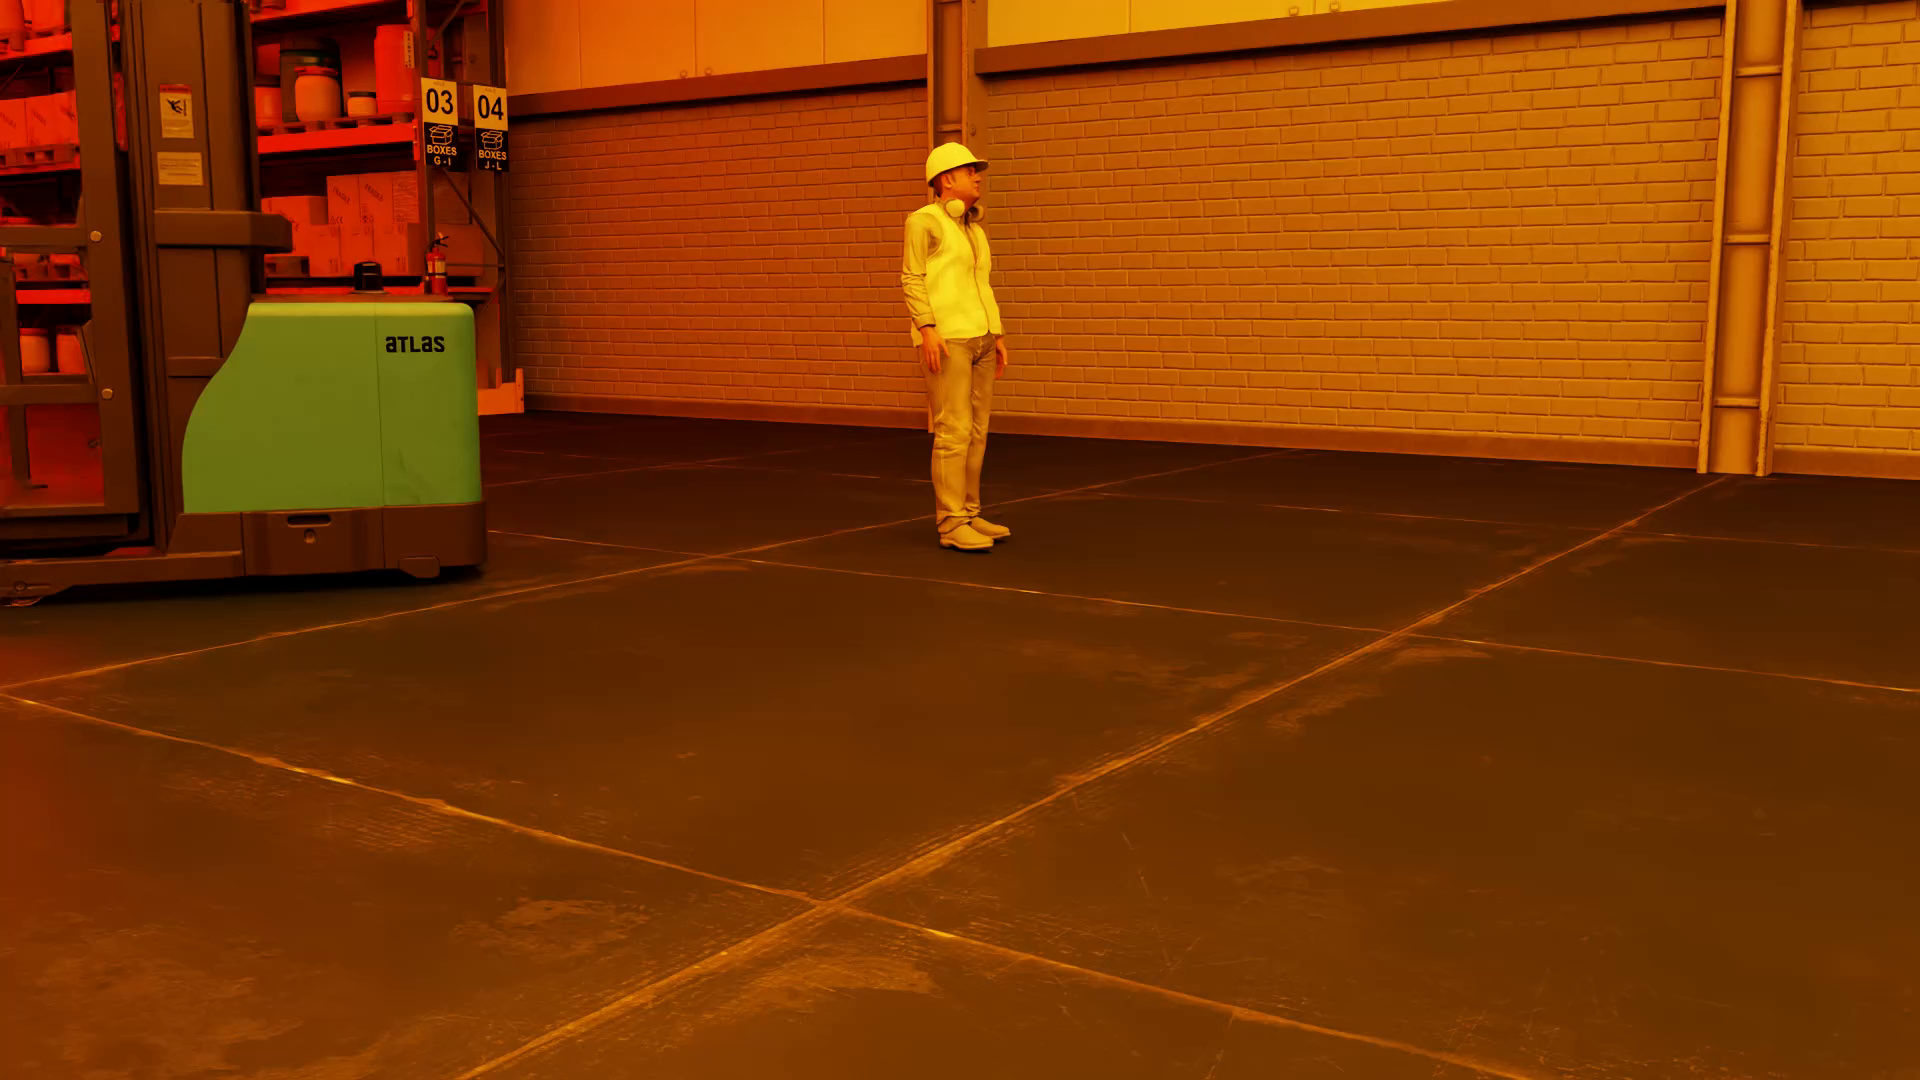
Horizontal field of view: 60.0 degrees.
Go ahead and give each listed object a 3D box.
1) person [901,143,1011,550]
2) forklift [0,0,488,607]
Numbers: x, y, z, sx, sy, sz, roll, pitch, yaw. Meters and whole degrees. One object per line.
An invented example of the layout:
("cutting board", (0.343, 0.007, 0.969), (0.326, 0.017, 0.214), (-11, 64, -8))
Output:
("person", (0.047, -0.880, 7.437), (0.568, 1.773, 0.632), (5, 10, 34))
("forklift", (-3.422, -1.288, 6.249), (3.031, 2.935, 1.130), (-3, 9, -18))
